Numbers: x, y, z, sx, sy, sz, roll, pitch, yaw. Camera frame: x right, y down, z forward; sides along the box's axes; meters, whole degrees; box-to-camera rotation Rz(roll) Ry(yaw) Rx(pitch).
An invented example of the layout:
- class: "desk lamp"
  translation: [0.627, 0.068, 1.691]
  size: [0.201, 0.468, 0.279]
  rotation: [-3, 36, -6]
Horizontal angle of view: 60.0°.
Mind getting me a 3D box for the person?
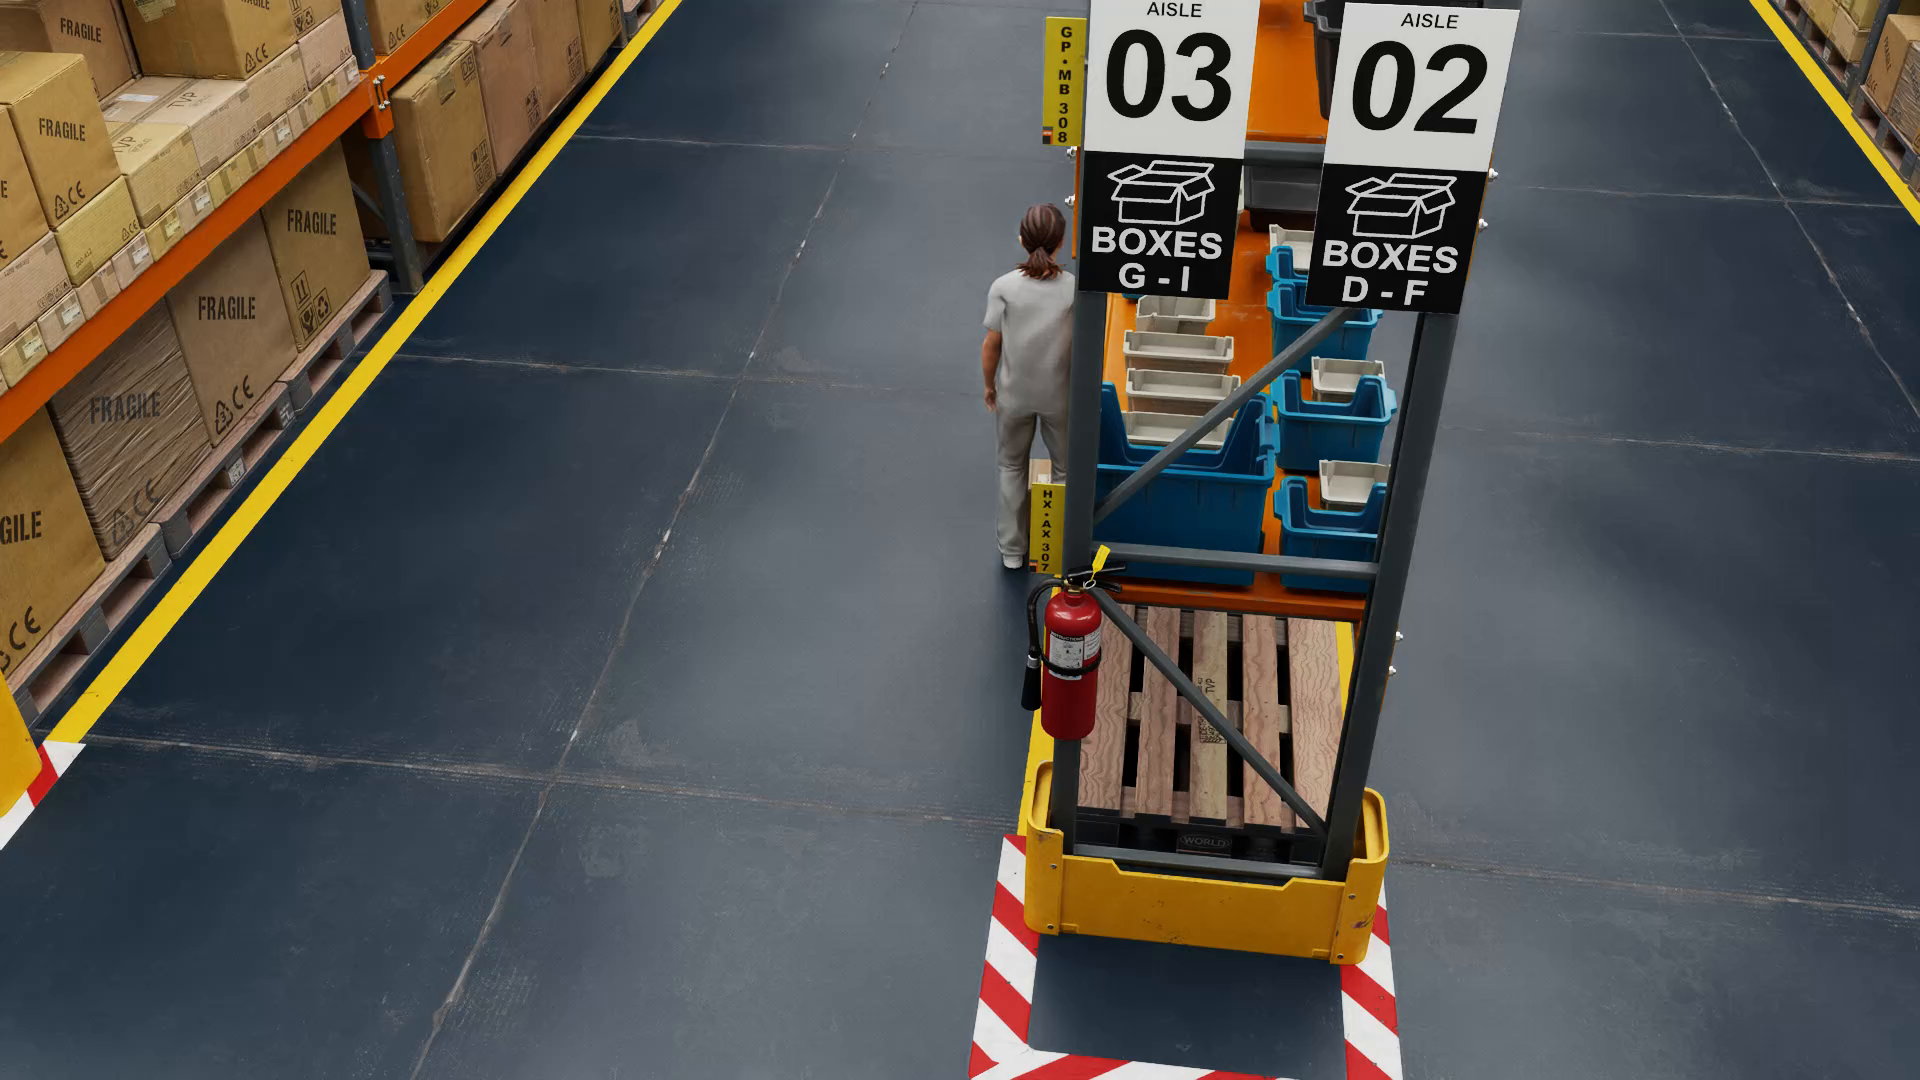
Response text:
- class: "person"
  translation: [0.335, -0.609, 6.979]
  size: [0.486, 1.673, 0.359]
  rotation: [5, 37, 6]
